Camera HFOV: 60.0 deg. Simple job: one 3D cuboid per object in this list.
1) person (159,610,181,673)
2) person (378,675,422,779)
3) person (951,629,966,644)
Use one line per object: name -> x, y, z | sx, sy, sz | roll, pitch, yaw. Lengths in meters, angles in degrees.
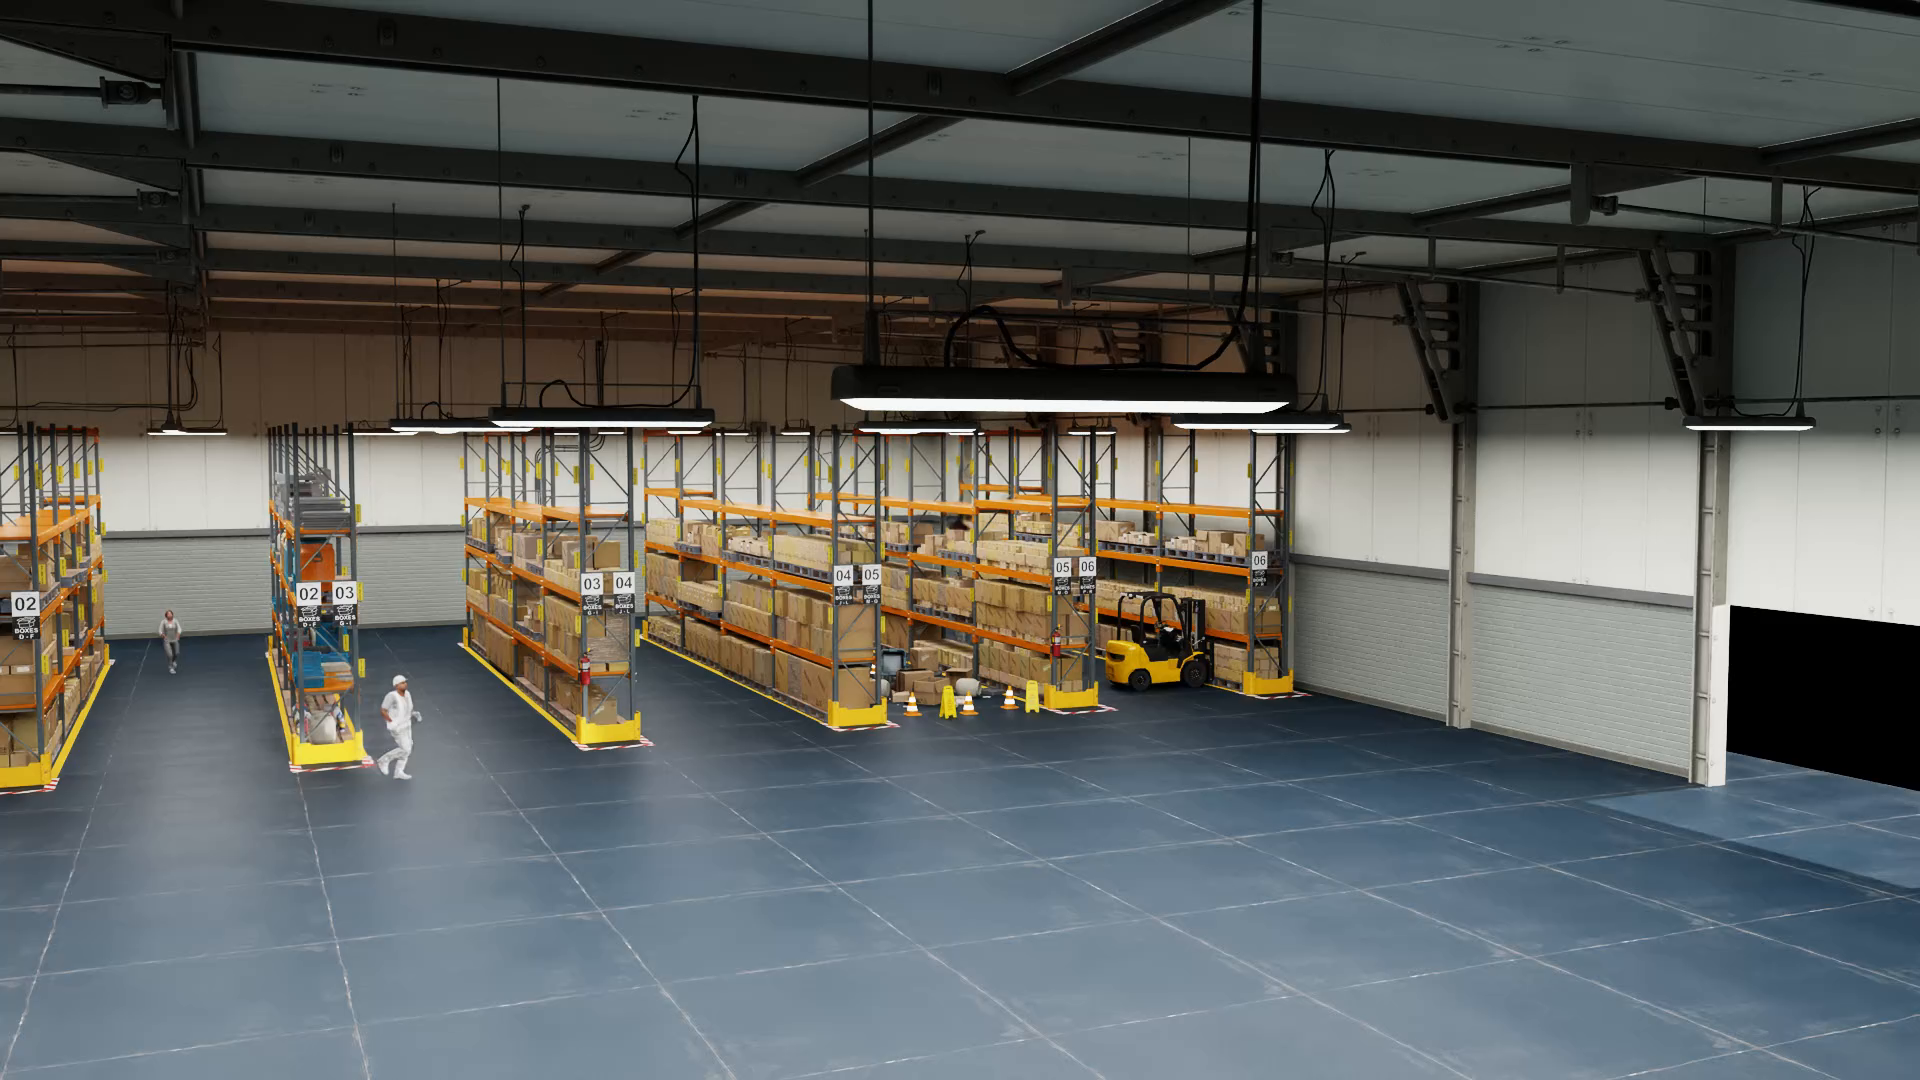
person -> -19.194, 2.483, 40.455 | 0.499, 1.534, 0.529 | -2, 4, -34
person -> -9.424, 3.144, 27.988 | 0.637, 1.749, 0.664 | 1, 4, 12
person -> -0.043, 2.091, 45.811 | 0.625, 1.654, 0.591 | -2, 4, -26
